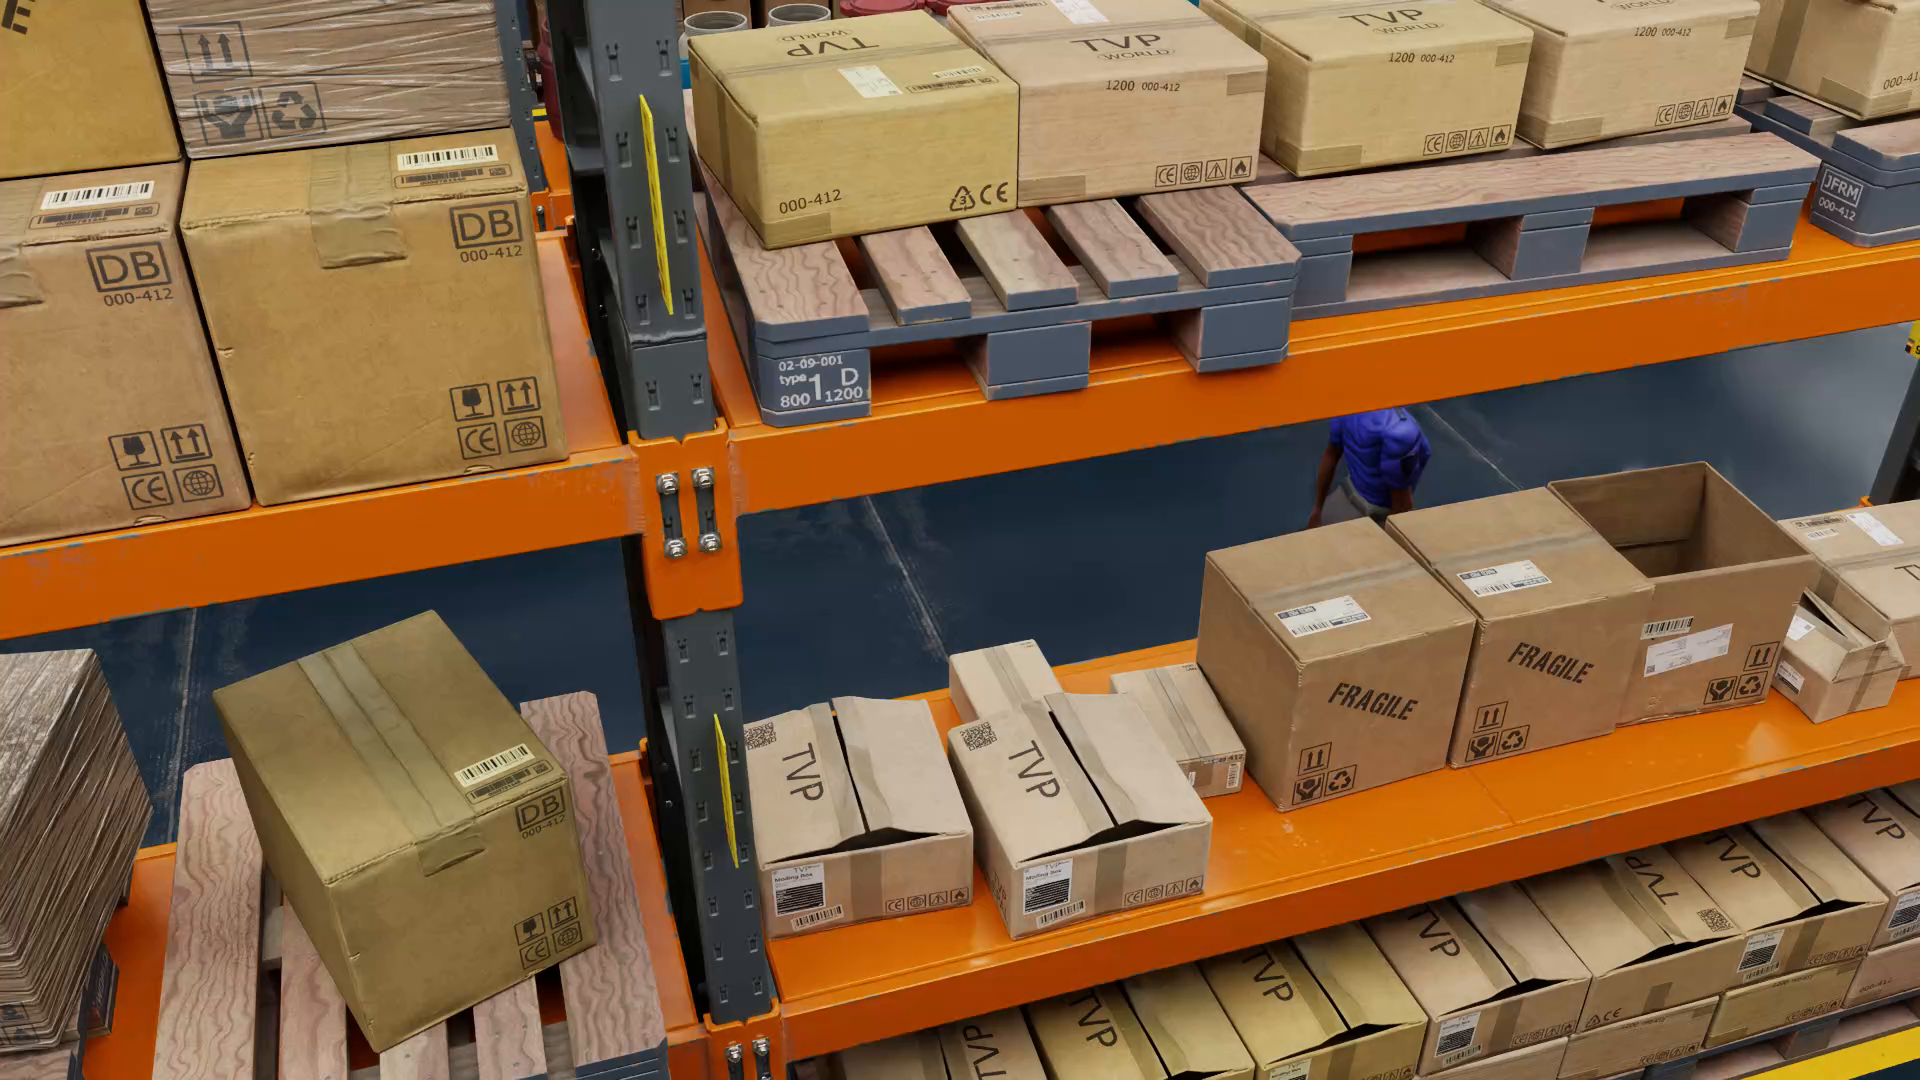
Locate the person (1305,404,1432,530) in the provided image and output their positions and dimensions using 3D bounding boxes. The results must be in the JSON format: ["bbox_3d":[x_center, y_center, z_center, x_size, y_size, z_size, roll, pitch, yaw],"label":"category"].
[{"bbox_3d":[1.466,-0.044,6.186,0.760,1.627,0.472,-9,35,-12],"label":"person"}]
